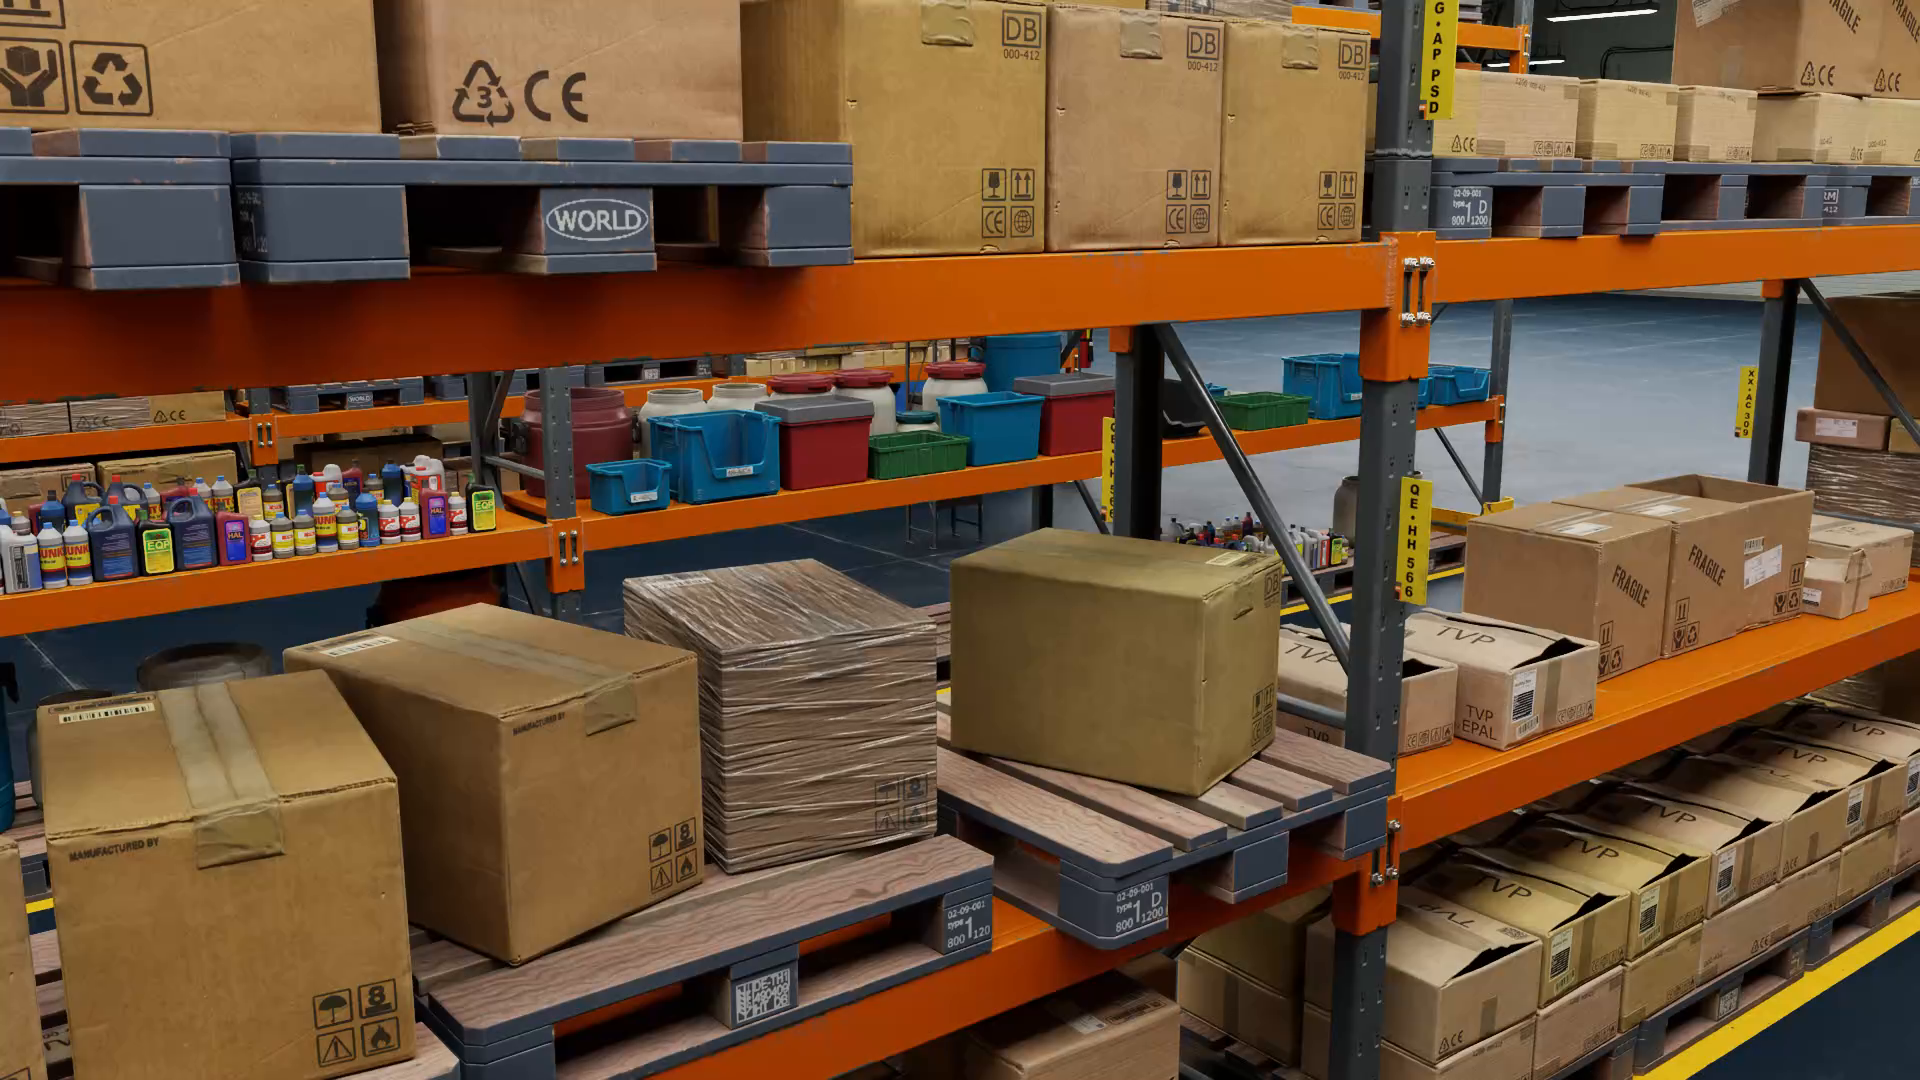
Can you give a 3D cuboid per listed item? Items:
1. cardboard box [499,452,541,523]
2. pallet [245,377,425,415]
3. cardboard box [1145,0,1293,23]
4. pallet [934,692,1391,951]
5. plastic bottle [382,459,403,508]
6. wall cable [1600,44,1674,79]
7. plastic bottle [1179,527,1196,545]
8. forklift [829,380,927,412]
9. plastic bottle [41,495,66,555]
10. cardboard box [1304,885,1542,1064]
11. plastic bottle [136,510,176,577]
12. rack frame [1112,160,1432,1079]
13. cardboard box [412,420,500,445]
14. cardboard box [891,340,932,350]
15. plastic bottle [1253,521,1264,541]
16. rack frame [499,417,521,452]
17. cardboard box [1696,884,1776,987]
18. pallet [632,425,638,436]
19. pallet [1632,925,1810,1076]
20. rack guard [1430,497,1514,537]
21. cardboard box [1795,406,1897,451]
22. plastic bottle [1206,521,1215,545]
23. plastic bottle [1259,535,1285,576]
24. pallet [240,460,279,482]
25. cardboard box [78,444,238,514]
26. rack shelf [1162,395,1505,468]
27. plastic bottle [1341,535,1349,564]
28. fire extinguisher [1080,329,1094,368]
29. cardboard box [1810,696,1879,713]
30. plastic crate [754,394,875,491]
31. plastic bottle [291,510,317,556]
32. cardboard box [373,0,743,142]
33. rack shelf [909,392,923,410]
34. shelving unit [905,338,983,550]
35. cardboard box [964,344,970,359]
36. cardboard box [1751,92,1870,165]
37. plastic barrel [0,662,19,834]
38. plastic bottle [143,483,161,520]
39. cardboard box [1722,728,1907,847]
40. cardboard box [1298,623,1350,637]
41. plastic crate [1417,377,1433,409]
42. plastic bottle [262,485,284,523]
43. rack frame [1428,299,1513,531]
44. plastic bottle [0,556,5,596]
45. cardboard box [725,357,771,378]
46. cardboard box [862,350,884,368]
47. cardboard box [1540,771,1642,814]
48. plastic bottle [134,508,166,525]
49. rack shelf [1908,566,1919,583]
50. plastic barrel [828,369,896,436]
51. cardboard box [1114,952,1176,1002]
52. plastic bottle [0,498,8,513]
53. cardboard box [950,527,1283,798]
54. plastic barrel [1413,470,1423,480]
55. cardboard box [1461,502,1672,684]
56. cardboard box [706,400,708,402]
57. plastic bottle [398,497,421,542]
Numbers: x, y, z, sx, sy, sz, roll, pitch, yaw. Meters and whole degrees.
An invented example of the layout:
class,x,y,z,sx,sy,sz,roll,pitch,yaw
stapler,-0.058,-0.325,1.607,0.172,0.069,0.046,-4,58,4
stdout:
class,x,y,z,sx,sy,sz,roll,pitch,yaw
cardboard box,-3.554,-0.467,14.064,0.500,0.500,0.700,-11,16,-42
pallet,-4.873,-1.179,12.921,1.003,0.211,1.213,-9,15,-38
cardboard box,0.478,-1.505,4.127,0.500,0.500,0.500,-9,15,-38
pallet,0.337,0.638,4.367,1.003,0.211,1.213,-9,15,-38
plastic bottle,-2.917,-0.282,8.546,0.097,0.271,0.097,0,12,0
wall cable,18.725,-12.177,45.125,0.112,2.526,3.097,-9,15,-38
plastic bottle,1.663,0.051,12.147,0.133,0.283,0.061,-9,15,-38
forklift,-1.401,-2.425,18.495,3.031,2.935,1.130,-8,15,-34
plastic bottle,-4.106,-0.068,7.540,0.097,0.271,0.097,0,12,0
cardboard box,1.415,1.289,5.094,0.500,0.311,0.500,-9,15,-36
plastic bottle,-3.459,0.009,7.147,0.133,0.283,0.061,-9,15,-38
rack frame,0.822,0.444,4.815,0.127,3.000,1.000,-9,15,-38
cardboard box,-5.688,-1.509,18.420,0.750,0.750,1.050,-10,15,-38
cardboard box,-0.694,-2.123,15.950,0.500,0.500,0.875,-9,15,-38
plastic bottle,2.286,-0.046,12.801,0.097,0.201,0.097,0,12,0
rack frame,-5.259,-2.500,18.678,0.127,3.000,1.000,-9,15,-38
cardboard box,2.610,1.363,6.096,0.500,0.250,0.500,-9,15,-37
pallet,-3.664,-1.381,20.123,1.213,0.211,1.003,-9,15,-38
pallet,2.442,1.550,6.319,1.213,0.211,1.003,-9,15,-38
rack guard,3.948,-0.157,13.666,0.348,0.500,1.175,-9,15,-38
cardboard box,4.024,-0.511,7.511,0.250,0.149,0.380,-9,15,-38
plastic bottle,1.863,-0.010,12.463,0.097,0.271,0.097,0,12,0
plastic bottle,2.223,0.085,11.826,0.185,0.351,0.144,-10,15,-38
pallet,-7.720,-0.707,16.948,1.213,0.211,1.003,-9,15,-38
cardboard box,-5.915,-0.243,12.155,0.875,0.875,1.225,-10,16,-40
rack shelf,2.416,-0.786,12.342,4.000,0.370,1.077,-9,15,-38
plastic bottle,2.818,0.065,12.277,0.097,0.201,0.097,0,12,0
fire extinguisher,1.261,-2.103,16.998,0.183,0.674,0.296,-9,15,-38
cardboard box,4.568,0.906,8.249,0.500,0.250,0.500,-9,15,-38
plastic crate,-0.816,-0.551,9.348,0.583,0.464,0.402,-9,15,-38
plastic bottle,-2.980,-0.036,7.553,0.097,0.201,0.097,0,12,0
cardboard box,-0.822,-1.034,3.063,0.600,0.600,0.600,-10,16,-40
rack shelf,-0.129,-0.992,13.812,0.480,0.518,0.431,-9,15,-38
shelving unit,-0.129,-1.006,13.810,0.503,2.100,0.431,-9,15,-38
cardboard box,0.005,-1.879,16.360,0.250,0.149,0.380,-9,15,-38
cardboard box,3.032,-1.524,6.213,0.500,0.250,0.500,-11,17,-43
plastic barrel,-4.404,0.821,7.083,0.708,0.901,0.600,-9,15,-38
plastic bottle,-3.818,-0.132,7.841,0.097,0.271,0.097,0,12,0
cardboard box,3.406,0.958,6.654,0.500,0.311,0.500,-9,15,-36
cardboard box,1.352,0.406,5.601,0.250,0.149,0.380,-9,15,-38
plastic crate,3.263,-1.128,12.578,0.408,0.251,0.499,-9,15,-38
plastic bottle,-3.382,-0.171,8.189,0.097,0.201,0.097,0,12,0
rack frame,3.978,-1.398,13.489,0.127,3.000,1.000,-9,15,-38
plastic bottle,-3.962,0.128,6.784,0.097,0.201,0.097,0,12,0
cardboard box,-1.884,-1.538,14.756,0.250,0.149,0.380,-9,15,-38
cardboard box,-0.923,-1.704,15.538,0.250,0.149,0.380,-9,15,-38
cardboard box,2.268,1.003,6.440,0.500,0.311,0.500,-9,15,-36
plastic bottle,-3.497,-0.001,7.193,0.133,0.283,0.061,-9,15,-38
rack shelf,5.508,0.018,8.556,4.000,0.370,1.077,-9,15,-38
plastic barrel,-0.603,-0.761,10.165,0.433,0.535,0.433,0,12,0
cardboard box,0.288,1.465,4.969,0.500,0.500,0.500,-9,15,-35
plastic bottle,-4.321,-0.044,7.412,0.135,0.276,0.152,-9,15,-38
cardboard box,0.401,0.290,4.290,0.700,0.500,0.500,7,14,31
plastic barrel,3.512,-0.288,13.243,0.421,0.512,0.421,0,12,0
cardboard box,2.122,0.175,5.842,0.500,0.500,0.500,-11,16,-41
cardboard box,-3.310,-1.971,20.296,0.875,0.875,0.875,-10,15,-39
plastic bottle,-2.600,-0.099,7.851,0.097,0.201,0.097,0,12,0
